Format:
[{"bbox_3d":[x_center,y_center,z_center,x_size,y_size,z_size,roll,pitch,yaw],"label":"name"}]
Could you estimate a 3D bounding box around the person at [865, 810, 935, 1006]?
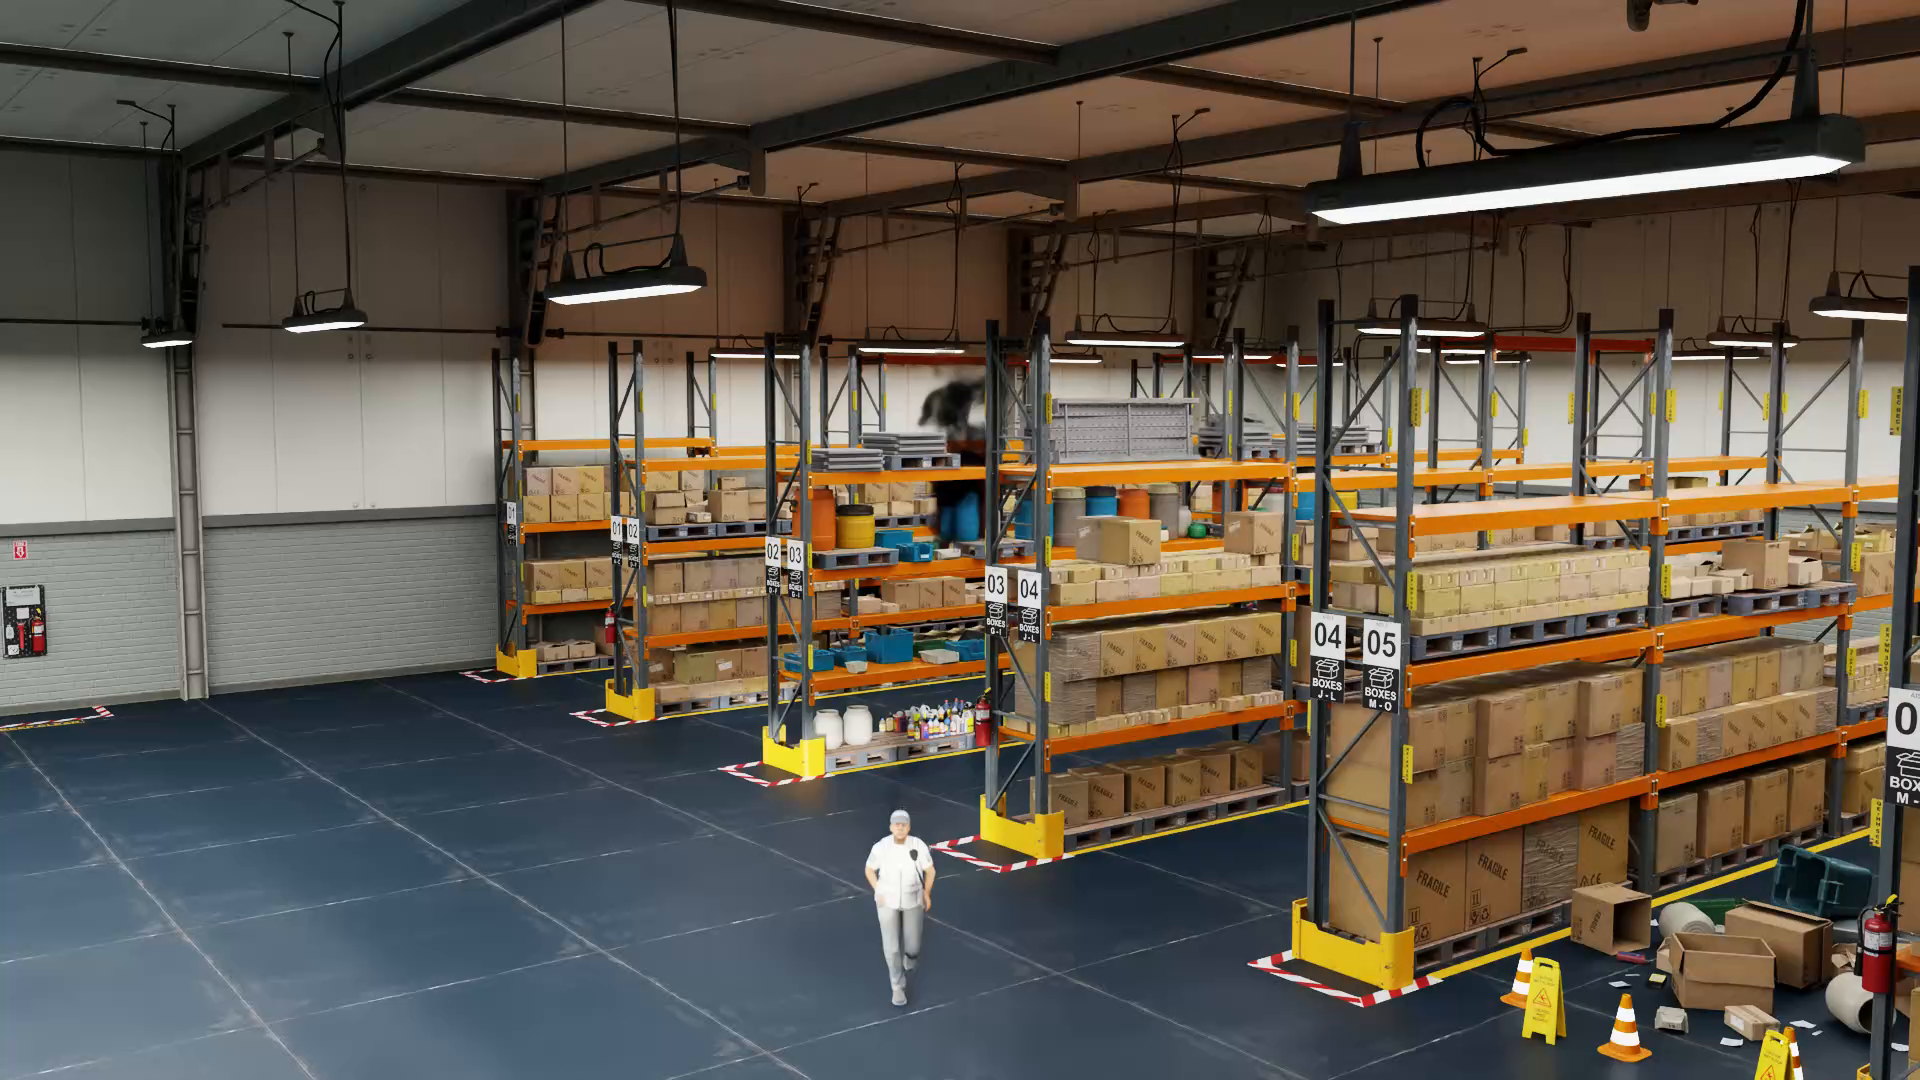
[{"bbox_3d":[-0.515,3.115,14.300,0.608,1.632,0.592,0,5,-3],"label":"person"}]
